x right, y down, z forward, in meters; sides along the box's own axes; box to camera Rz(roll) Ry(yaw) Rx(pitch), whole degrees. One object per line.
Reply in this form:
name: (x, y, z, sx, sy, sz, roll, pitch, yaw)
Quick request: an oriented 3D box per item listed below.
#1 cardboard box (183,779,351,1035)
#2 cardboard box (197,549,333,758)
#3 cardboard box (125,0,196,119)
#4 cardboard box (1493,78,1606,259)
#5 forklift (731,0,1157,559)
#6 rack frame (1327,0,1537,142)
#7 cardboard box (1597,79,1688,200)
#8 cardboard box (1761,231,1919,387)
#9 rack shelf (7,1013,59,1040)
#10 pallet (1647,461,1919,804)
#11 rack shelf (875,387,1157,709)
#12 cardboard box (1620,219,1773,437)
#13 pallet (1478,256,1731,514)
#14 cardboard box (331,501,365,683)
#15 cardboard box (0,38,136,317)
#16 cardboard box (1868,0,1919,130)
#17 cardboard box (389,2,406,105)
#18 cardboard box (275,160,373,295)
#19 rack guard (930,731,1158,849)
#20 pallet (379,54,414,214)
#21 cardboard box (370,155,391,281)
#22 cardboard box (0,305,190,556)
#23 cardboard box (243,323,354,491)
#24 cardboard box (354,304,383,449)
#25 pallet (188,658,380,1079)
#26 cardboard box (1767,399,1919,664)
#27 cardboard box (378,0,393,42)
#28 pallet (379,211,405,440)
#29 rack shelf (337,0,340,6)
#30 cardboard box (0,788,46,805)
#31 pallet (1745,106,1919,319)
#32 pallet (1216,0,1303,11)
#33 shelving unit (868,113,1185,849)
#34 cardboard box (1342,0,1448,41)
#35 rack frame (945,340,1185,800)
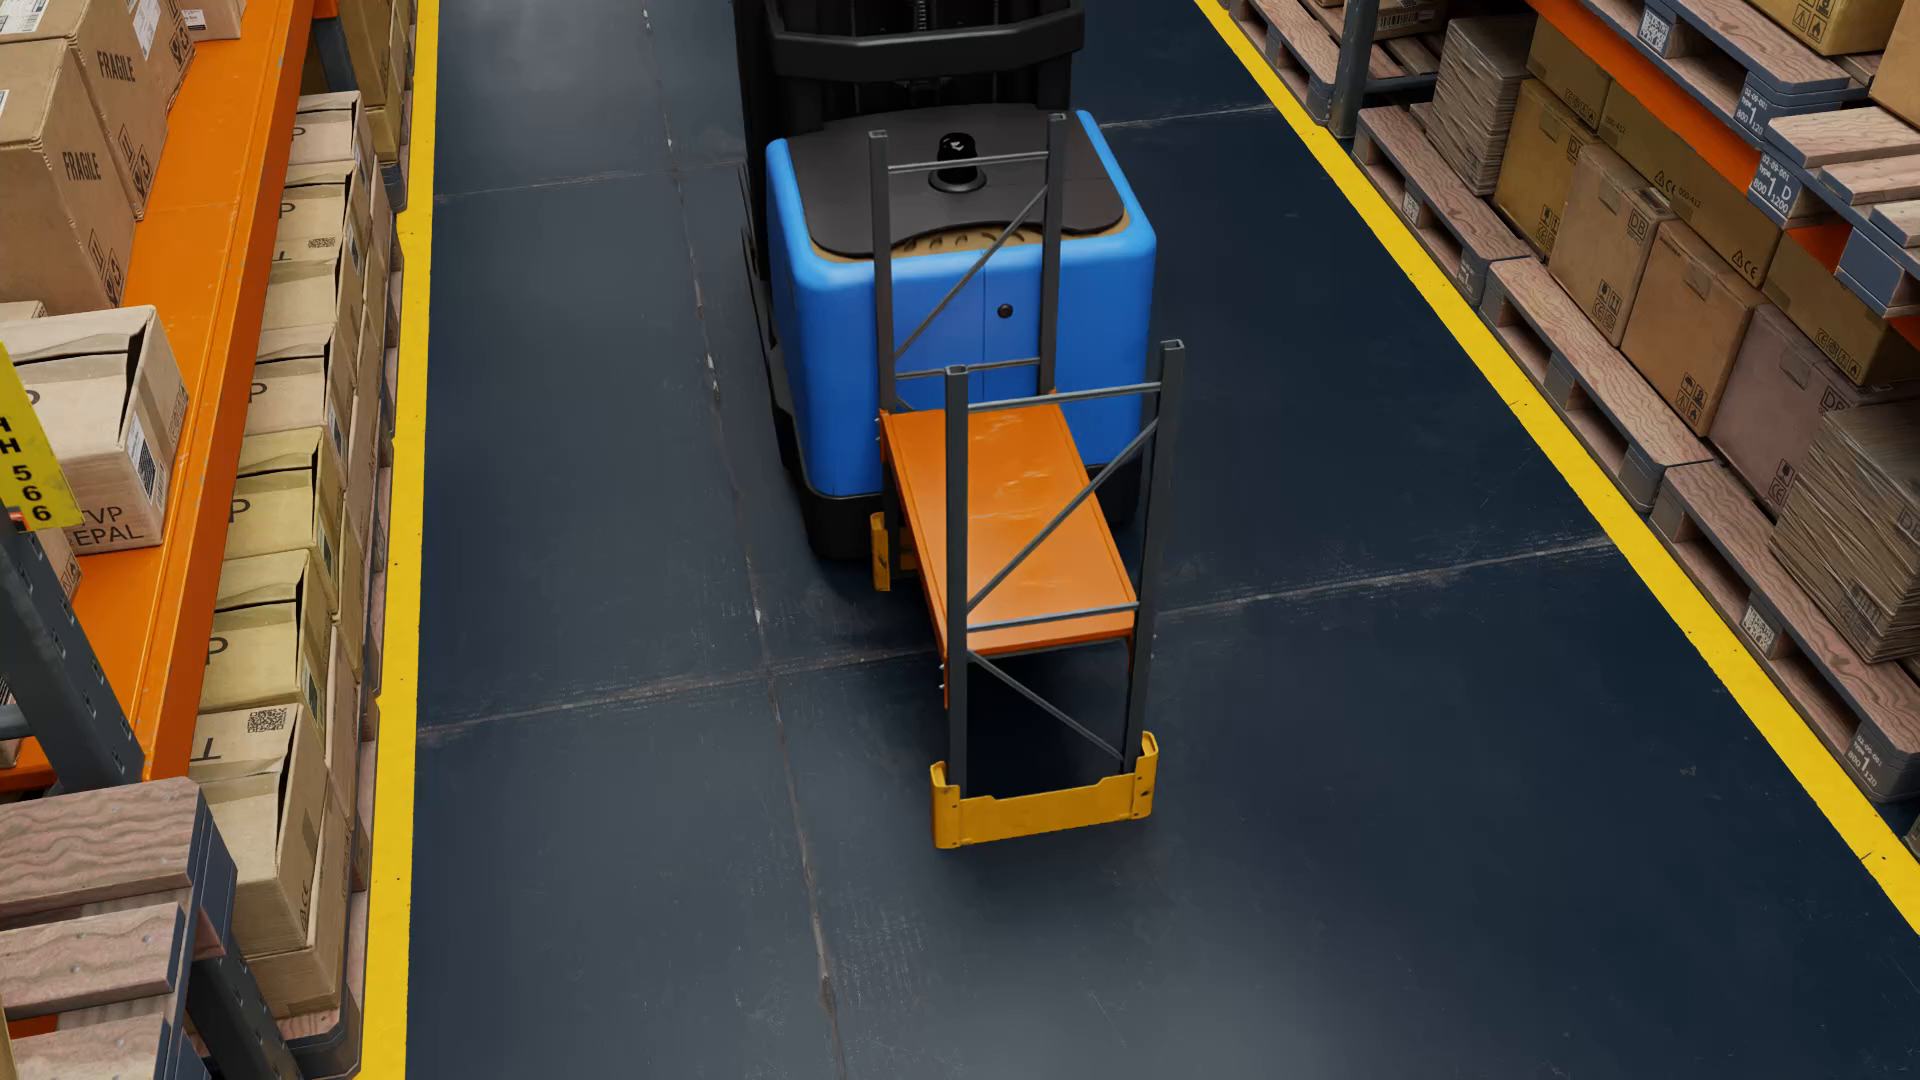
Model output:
cardboard box: (-1.692, 0.837, 3.802, 0.500, 0.250, 0.500, -8, 42, -9)
cardboard box: (-1.813, 0.288, 3.998, 0.500, 0.311, 0.500, -9, 42, -10)
cardboard box: (-2.465, -1.441, 4.539, 0.500, 0.500, 0.500, -6, 42, -6)
cardboard box: (2.443, -1.385, 6.102, 0.700, 0.500, 0.500, -9, 42, -10)
forklift: (-0.223, -2.026, 5.324, 1.130, 2.935, 3.031, -7, 42, -8)
rack frame: (2.107, -2.958, 6.322, 1.000, 3.000, 0.127, -8, 42, -9)
cardboard box: (2.497, -1.371, 5.522, 0.500, 0.250, 0.500, -9, 42, -11)
cardboard box: (2.702, -0.713, 4.780, 0.500, 0.250, 0.500, -8, 42, -8)
rack shelf: (-1.434, 1.913, 1.377, 1.077, 0.370, 4.000, -8, 42, -9)
pallet: (2.803, 0.171, 4.898, 1.003, 0.211, 1.213, -8, 42, -9)
rack shelf: (0.119, -0.011, 4.404, 0.538, 0.185, 1.000, -7, 42, -8)
cardboard box: (2.632, -0.722, 5.356, 0.700, 0.500, 0.500, -9, 42, -10)
pallet: (2.543, -0.618, 5.787, 1.003, 0.211, 1.213, -8, 42, -9)
cardboard box: (-1.919, 0.175, 4.548, 0.500, 0.250, 0.500, -9, 42, -10)
cardboard box: (-2.244, -0.775, 3.788, 0.500, 0.500, 0.500, -10, 43, -12)
cardboard box: (2.712, -1.228, 3.967, 0.700, 0.500, 0.500, -12, 43, -13)
cardboard box: (-2.636, -2.043, 7.047, 0.500, 0.250, 0.500, -8, 42, -9)
cardboard box: (-2.243, -1.026, 5.479, 0.500, 0.311, 0.500, -7, 42, -8)
rack guard: (0.217, 0.652, 4.327, 0.587, 0.250, 0.087, -7, 42, -8)
pallet: (-2.860, -1.724, 7.033, 1.003, 0.211, 1.213, -8, 42, -9)
cardboard box: (-2.356, -1.147, 6.037, 0.500, 0.250, 0.500, -9, 42, -10)
cardboard box: (-1.869, -0.227, 3.313, 0.500, 0.311, 0.500, -9, 42, -10)
cardboard box: (-2.033, -0.376, 4.746, 0.500, 0.311, 0.500, -9, 42, -10)
cardboard box: (-2.138, -0.487, 5.294, 0.500, 0.250, 0.500, -7, 42, -8)
pallet: (-2.005, 0.851, 4.132, 1.003, 0.211, 1.213, -8, 42, -9)
cardboard box: (2.764, -0.054, 4.602, 0.700, 0.500, 0.500, -8, 42, -9)
cardboard box: (-2.639, -2.323, 6.797, 0.500, 0.500, 0.500, -8, 42, -9)
pallet: (-2.532, -0.730, 5.914, 1.003, 0.211, 1.213, -8, 42, -9)
rack shelf: (-3.161, -3.273, 7.219, 1.077, 0.370, 4.000, -8, 42, -9)
cardboard box: (-2.219, 0.705, 3.529, 0.500, 0.311, 0.500, -7, 42, -8)
pallet: (2.713, -0.740, 3.968, 1.213, 0.211, 1.003, -8, 42, -9)
pallet: (1.661, -3.137, 8.625, 1.003, 0.211, 1.213, -8, 42, -9)
shelving unit: (0.121, -0.140, 4.278, 0.587, 1.500, 1.083, -7, 42, -8)
cardboard box: (1.962, -2.405, 7.503, 0.380, 0.166, 0.250, -14, 43, -15)
rack frame: (0.217, 0.185, 3.912, 0.500, 1.500, 0.032, -7, 42, -8)
